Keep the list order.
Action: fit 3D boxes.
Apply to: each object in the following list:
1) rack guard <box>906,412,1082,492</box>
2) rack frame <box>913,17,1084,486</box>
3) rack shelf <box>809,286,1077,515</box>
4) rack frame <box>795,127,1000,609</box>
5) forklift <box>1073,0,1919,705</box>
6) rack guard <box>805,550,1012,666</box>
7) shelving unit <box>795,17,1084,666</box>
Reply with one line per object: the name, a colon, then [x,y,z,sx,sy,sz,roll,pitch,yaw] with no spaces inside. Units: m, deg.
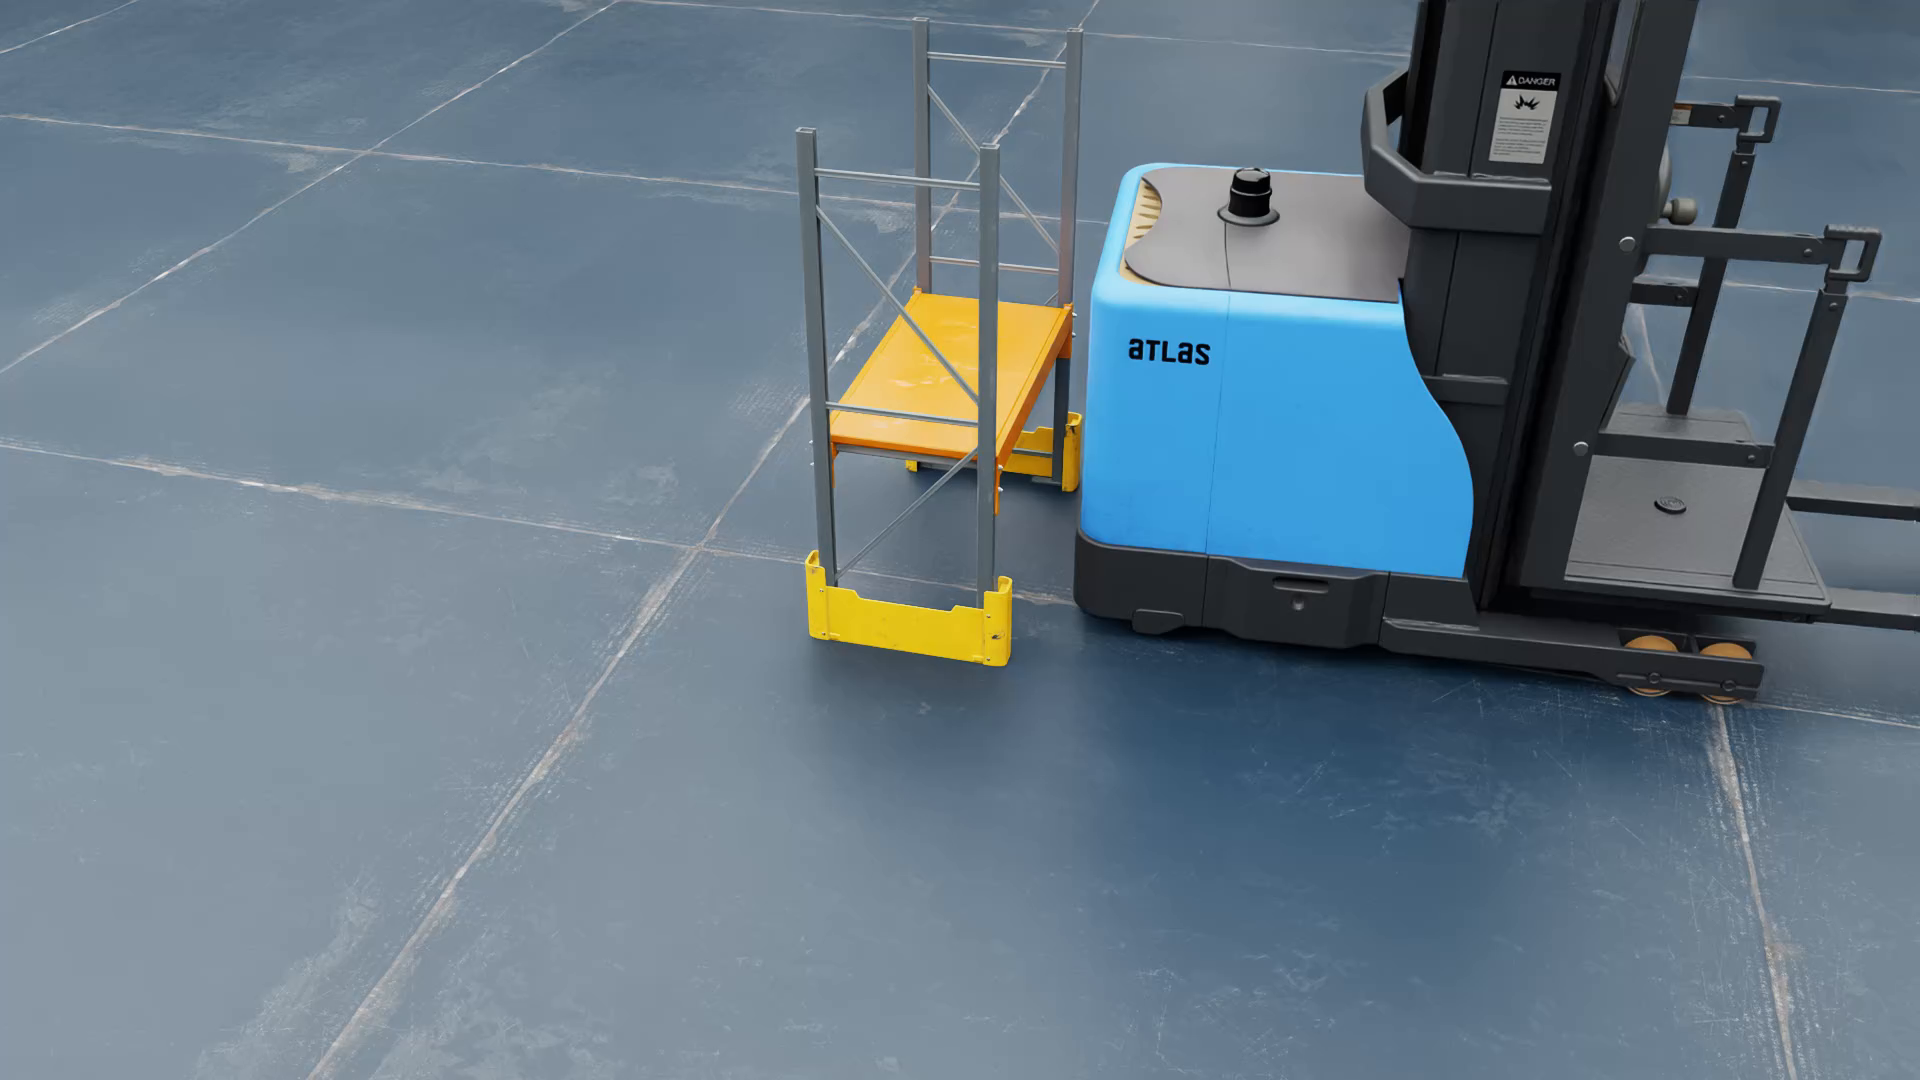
rack guard: [0.107,-0.324,5.527,0.587,0.250,0.087,8,33,12]
rack frame: [0.107,-0.852,5.193,0.500,1.500,0.032,8,33,12]
rack shelf: [-0.022,-0.437,4.875,0.538,0.185,1.000,8,33,12]
rack frame: [-0.151,-0.325,4.363,0.500,1.500,0.032,8,33,12]
forklift: [1.897,-1.097,4.244,3.031,2.935,1.130,5,33,9]
rack guard: [-0.146,0.192,4.714,0.587,0.250,0.087,8,33,12]
shelving unit: [-0.019,-0.593,4.785,0.587,1.500,1.083,8,33,12]
